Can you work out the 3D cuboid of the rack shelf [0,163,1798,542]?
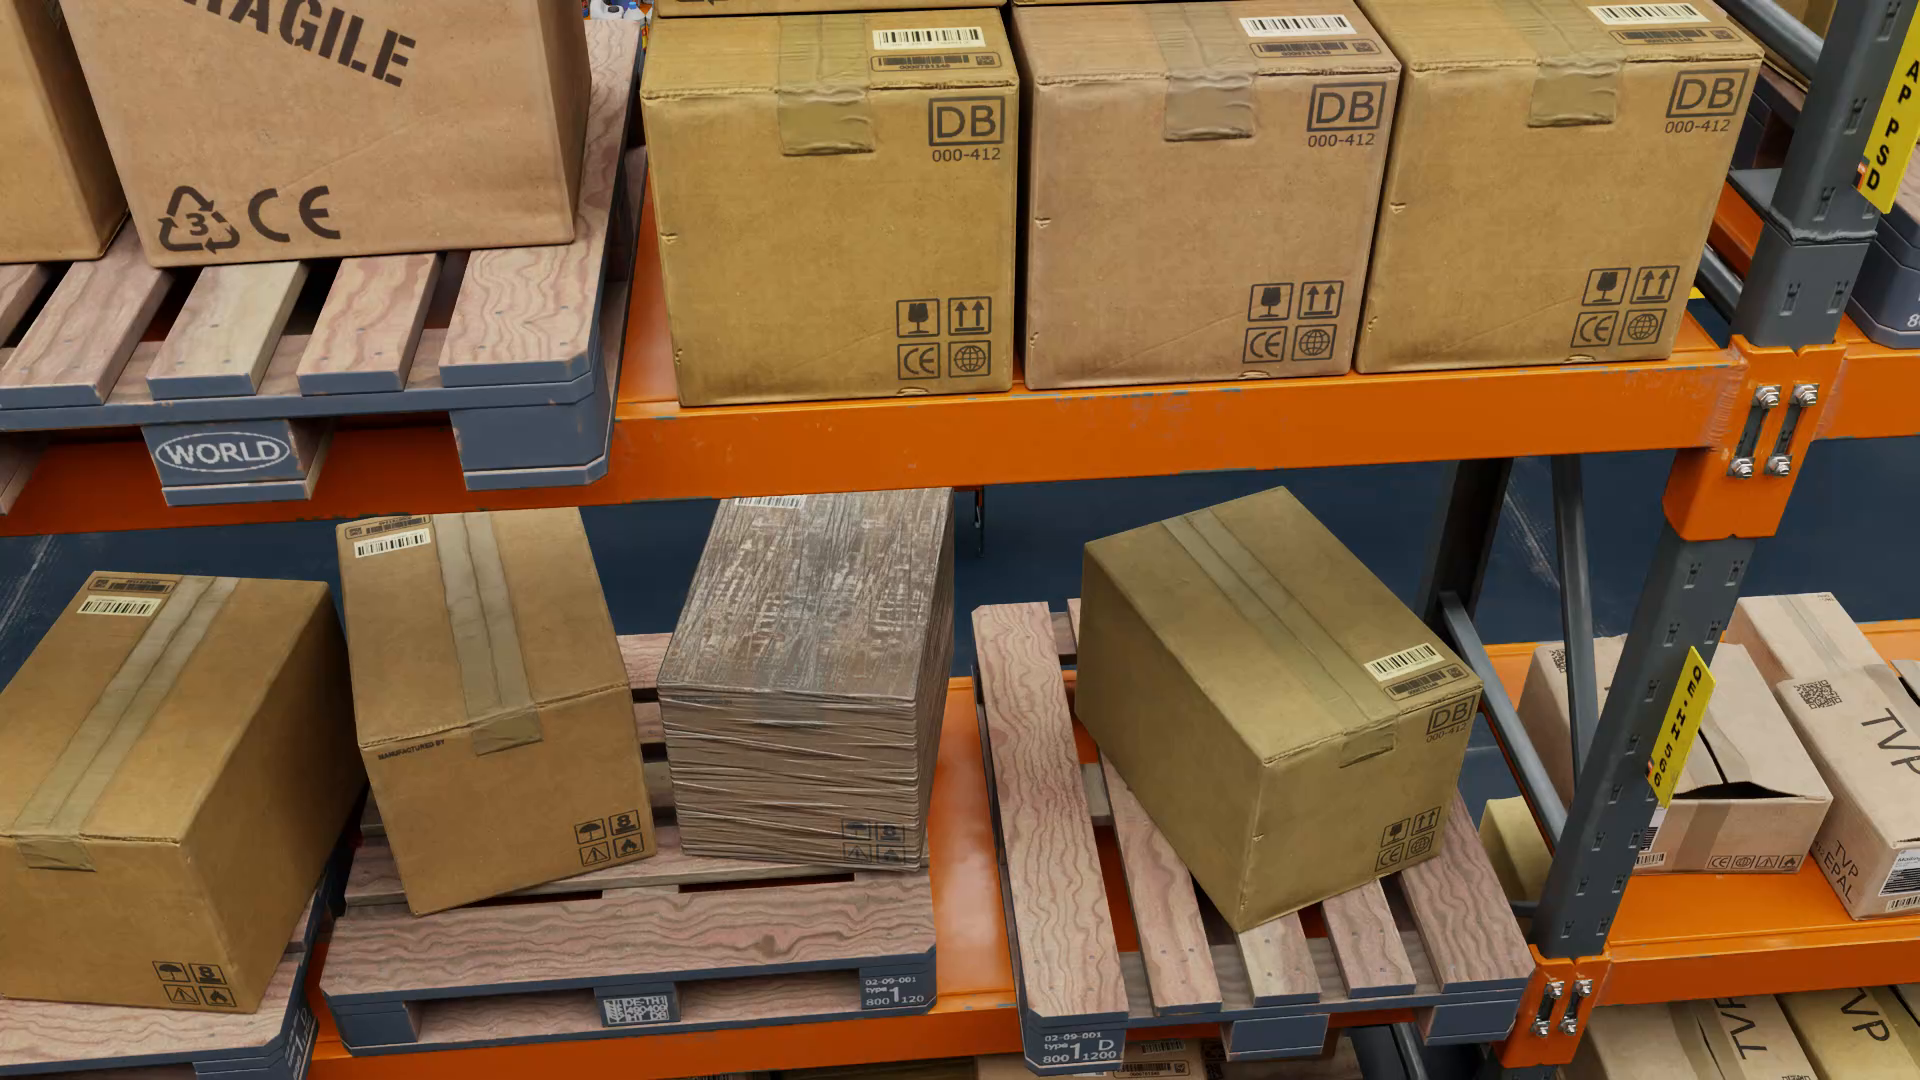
[{"bbox_3d":[-0.744,-0.353,2.935,4.000,0.370,1.077,-3,38,-4],"label":"rack shelf"}]

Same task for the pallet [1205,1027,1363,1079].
[{"bbox_3d":[0.501,1.545,4.622,1.213,0.211,1.003,-3,38,-4],"label":"pallet"}]

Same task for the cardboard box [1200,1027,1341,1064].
[{"bbox_3d":[0.769,1.089,4.611,0.500,0.500,0.500,-2,38,-2],"label":"cardboard box"}]

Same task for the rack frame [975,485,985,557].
[{"bbox_3d":[0.078,-0.475,6.384,0.015,1.200,0.240,-3,38,-4],"label":"rack frame"}]

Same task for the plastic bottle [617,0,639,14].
[{"bbox_3d":[-1.547,-2.567,7.686,0.097,0.271,0.097,0,38,0],"label":"plastic bottle"}]

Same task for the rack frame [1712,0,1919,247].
[{"bbox_3d":[1.248,-1.923,1.922,0.127,3.000,1.000,-3,38,-4],"label":"rack frame"}]

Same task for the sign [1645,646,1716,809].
[{"bbox_3d":[1.305,0.343,3.023,0.005,0.325,0.100,-3,38,-4],"label":"sign"}]

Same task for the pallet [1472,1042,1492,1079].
[{"bbox_3d":[2.071,1.506,4.671,1.213,0.211,1.003,-3,38,-4],"label":"pallet"}]

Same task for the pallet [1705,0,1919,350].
[{"bbox_3d":[1.916,-0.764,3.027,1.003,0.211,1.213,-1,38,-2],"label":"pallet"}]

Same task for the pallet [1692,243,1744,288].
[{"bbox_3d":[4.018,-1.682,8.711,1.213,0.211,1.003,-3,38,-4],"label":"pallet"}]

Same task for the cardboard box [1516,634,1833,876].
[{"bbox_3d":[1.614,0.474,3.799,0.500,0.311,0.500,-1,38,-1],"label":"cardboard box"}]

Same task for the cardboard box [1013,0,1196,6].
[{"bbox_3d":[0.305,-1.129,2.450,0.500,0.500,0.500,-3,38,-4],"label":"cardboard box"}]

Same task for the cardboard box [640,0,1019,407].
[{"bbox_3d":[-0.210,-0.683,2.692,0.500,0.500,0.910,-3,38,-4],"label":"cardboard box"}]

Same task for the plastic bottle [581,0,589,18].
[{"bbox_3d":[-1.778,-2.554,7.670,0.097,0.271,0.097,0,38,0],"label":"plastic bottle"}]

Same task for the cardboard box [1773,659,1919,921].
[{"bbox_3d":[2.156,0.538,3.719,0.500,0.311,0.500,-4,38,-5],"label":"cardboard box"}]

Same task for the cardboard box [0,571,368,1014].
[{"bbox_3d":[-1.565,0.483,3.297,0.500,0.500,0.700,3,38,3],"label":"cardboard box"}]

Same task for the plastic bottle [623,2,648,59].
[{"bbox_3d":[-1.405,-2.198,7.217,0.097,0.271,0.097,0,38,0],"label":"plastic bottle"}]

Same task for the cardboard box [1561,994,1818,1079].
[{"bbox_3d":[1.796,1.279,4.135,0.500,0.311,0.500,-2,38,-2],"label":"cardboard box"}]

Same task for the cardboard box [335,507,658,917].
[{"bbox_3d":[-0.982,0.312,3.513,0.500,0.500,0.700,-13,40,-15],"label":"cardboard box"}]

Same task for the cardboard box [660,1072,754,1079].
[{"bbox_3d":[-0.737,1.207,3.856,0.500,0.250,0.500,-4,38,-5],"label":"cardboard box"}]

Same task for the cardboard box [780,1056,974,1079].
[{"bbox_3d":[-0.178,1.465,4.134,0.500,0.500,0.500,-4,38,-6],"label":"cardboard box"}]

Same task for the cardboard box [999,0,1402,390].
[{"bbox_3d":[0.308,-0.712,2.728,0.500,0.500,0.910,-3,38,-4],"label":"cardboard box"}]

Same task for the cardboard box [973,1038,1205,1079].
[{"bbox_3d":[0.281,1.148,3.931,0.500,0.250,0.500,-2,38,-2],"label":"cardboard box"}]

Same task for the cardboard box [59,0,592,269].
[{"bbox_3d":[-0.900,-0.826,2.454,0.600,0.600,0.600,-5,39,-6],"label":"cardboard box"}]

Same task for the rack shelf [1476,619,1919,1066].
[{"bbox_3d":[3.240,0.605,4.143,4.000,0.370,1.077,-3,38,-4],"label":"rack shelf"}]

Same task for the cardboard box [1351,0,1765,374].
[{"bbox_3d":[0.816,-0.740,2.764,0.500,0.500,0.910,-3,38,-4],"label":"cardboard box"}]

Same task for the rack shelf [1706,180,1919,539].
[{"bbox_3d":[3.240,-0.573,3.213,4.000,0.370,1.077,-3,38,-4],"label":"rack shelf"}]

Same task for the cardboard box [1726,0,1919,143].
[{"bbox_3d":[1.695,-0.911,2.844,0.500,0.250,0.500,-6,39,-7],"label":"cardboard box"}]

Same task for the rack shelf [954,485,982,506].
[{"bbox_3d":[-0.165,-0.253,6.531,0.480,0.148,0.258,-3,38,-4],"label":"rack shelf"}]

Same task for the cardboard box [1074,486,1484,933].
[{"bbox_3d":[0.631,0.332,3.488,0.500,0.500,0.700,-16,41,-19],"label":"cardboard box"}]

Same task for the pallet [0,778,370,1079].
[{"bbox_3d":[-1.931,0.750,3.532,1.213,0.211,1.003,-3,38,-4],"label":"pallet"}]

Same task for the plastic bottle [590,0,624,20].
[{"bbox_3d":[-1.523,-2.210,7.229,0.135,0.276,0.152,-3,38,-4],"label":"plastic bottle"}]

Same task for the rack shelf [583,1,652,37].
[{"bbox_3d":[-1.179,-2.232,7.738,4.000,0.370,1.077,-3,38,-4],"label":"rack shelf"}]

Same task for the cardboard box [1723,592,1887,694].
[{"bbox_3d":[2.119,0.311,4.137,0.250,0.149,0.380,-3,38,-4],"label":"cardboard box"}]

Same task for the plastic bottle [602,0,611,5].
[{"bbox_3d":[-1.694,-2.626,7.817,0.097,0.201,0.097,0,38,0],"label":"plastic bottle"}]

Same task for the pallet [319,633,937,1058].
[{"bbox_3d":[-0.689,0.617,3.701,1.213,0.211,1.003,-3,38,-4],"label":"pallet"}]

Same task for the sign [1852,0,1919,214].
[{"bbox_3d":[1.294,-0.613,2.267,0.005,0.325,0.100,-3,38,-4],"label":"sign"}]

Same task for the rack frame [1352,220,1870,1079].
[{"bbox_3d":[1.248,0.432,3.781,0.127,3.000,1.000,-3,38,-4],"label":"rack frame"}]

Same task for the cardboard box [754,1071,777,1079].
[{"bbox_3d":[-0.701,1.498,4.093,0.500,0.500,0.500,-5,38,-6],"label":"cardboard box"}]

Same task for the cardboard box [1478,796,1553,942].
[{"bbox_3d":[1.748,0.946,4.558,0.500,0.311,0.500,-2,38,-3],"label":"cardboard box"}]

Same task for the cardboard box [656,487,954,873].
[{"bbox_3d":[-0.297,0.264,3.573,0.500,0.500,0.700,4,38,5],"label":"cardboard box"}]

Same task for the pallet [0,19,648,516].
[{"bbox_3d":[-1.048,-0.503,2.697,1.003,0.211,1.213,-3,38,-4],"label":"pallet"}]

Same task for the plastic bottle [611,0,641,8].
[{"bbox_3d":[-1.576,-2.645,7.781,0.135,0.276,0.152,-3,38,-4],"label":"plastic bottle"}]

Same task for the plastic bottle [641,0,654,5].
[{"bbox_3d":[-1.463,-2.639,7.833,0.097,0.201,0.097,0,38,0],"label":"plastic bottle"}]

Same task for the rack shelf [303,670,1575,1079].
[{"bbox_3d":[-0.744,0.824,3.864,4.000,0.370,1.077,-3,38,-4],"label":"rack shelf"}]

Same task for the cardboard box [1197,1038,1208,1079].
[{"bbox_3d":[0.337,1.437,4.170,0.500,0.500,0.500,-2,38,-2],"label":"cardboard box"}]

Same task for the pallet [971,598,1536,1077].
[{"bbox_3d":[0.579,0.588,3.738,1.003,0.211,1.213,-3,38,-4],"label":"pallet"}]

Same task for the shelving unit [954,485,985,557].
[{"bbox_3d":[-0.165,-0.462,6.367,0.503,1.200,0.258,-3,38,-4],"label":"shelving unit"}]

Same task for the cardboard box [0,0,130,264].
[{"bbox_3d":[-1.564,-0.802,2.423,0.600,0.600,0.600,-4,38,-4],"label":"cardboard box"}]

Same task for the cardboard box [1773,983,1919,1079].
[{"bbox_3d":[2.318,1.245,4.179,0.500,0.311,0.500,-4,38,-5],"label":"cardboard box"}]

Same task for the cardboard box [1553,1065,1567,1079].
[{"bbox_3d":[1.796,1.499,4.309,0.500,0.250,0.500,-3,38,-4],"label":"cardboard box"}]

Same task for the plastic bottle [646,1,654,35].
[{"bbox_3d":[-1.308,-2.203,7.224,0.097,0.271,0.097,0,38,0],"label":"plastic bottle"}]

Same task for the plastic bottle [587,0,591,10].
[{"bbox_3d":[-1.807,-2.632,7.765,0.135,0.276,0.152,-3,38,-4],"label":"plastic bottle"}]

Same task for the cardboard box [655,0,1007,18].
[{"bbox_3d":[-0.203,-1.101,2.415,0.500,0.500,0.500,-3,38,-4],"label":"cardboard box"}]
